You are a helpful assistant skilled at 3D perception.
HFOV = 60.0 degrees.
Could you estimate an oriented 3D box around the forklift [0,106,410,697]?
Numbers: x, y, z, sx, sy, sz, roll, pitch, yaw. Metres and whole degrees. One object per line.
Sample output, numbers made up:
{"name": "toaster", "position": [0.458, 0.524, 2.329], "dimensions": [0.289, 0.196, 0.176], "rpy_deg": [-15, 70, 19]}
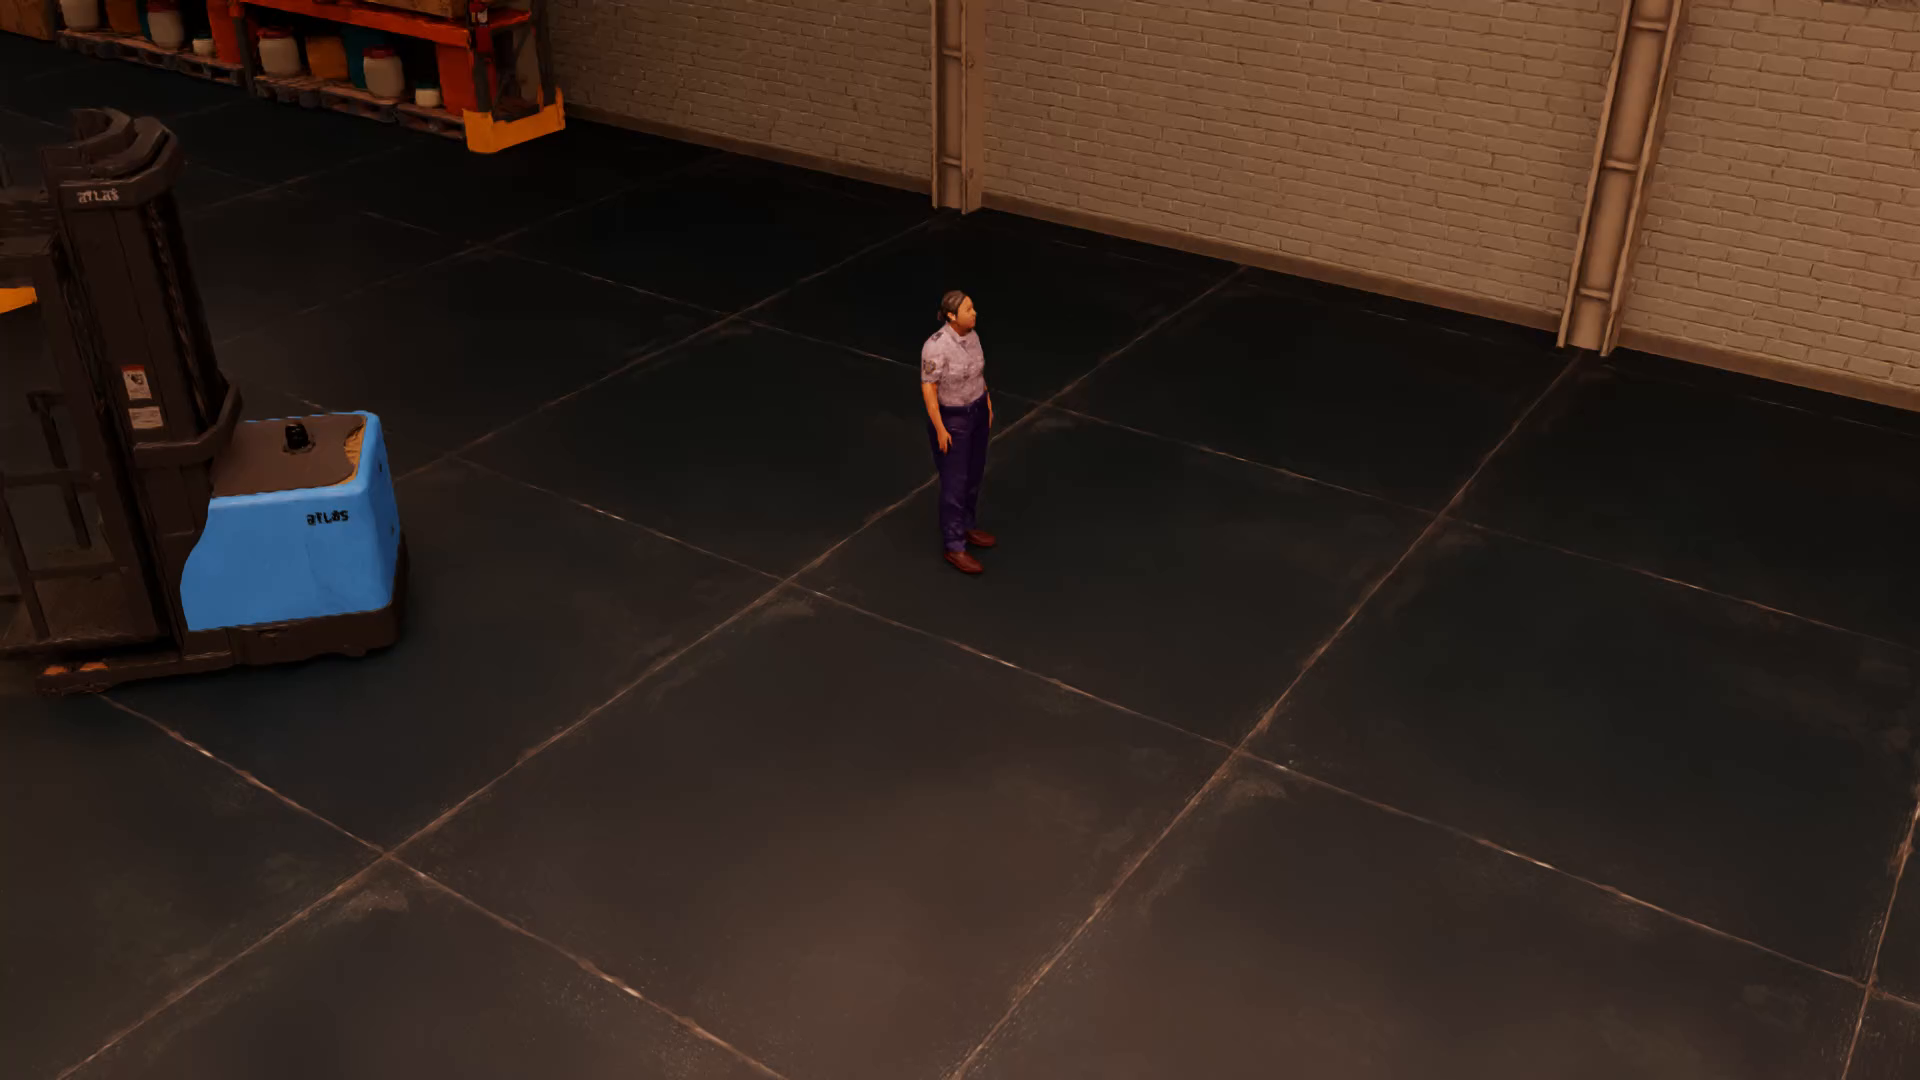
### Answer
{"name": "forklift", "position": [-4.741, -0.705, 8.795], "dimensions": [3.031, 2.935, 1.130], "rpy_deg": [-6, 31, -11]}

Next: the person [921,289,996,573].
{"name": "person", "position": [0.062, -0.680, 10.026], "dimensions": [0.502, 1.640, 0.599], "rpy_deg": [19, 35, 29]}
